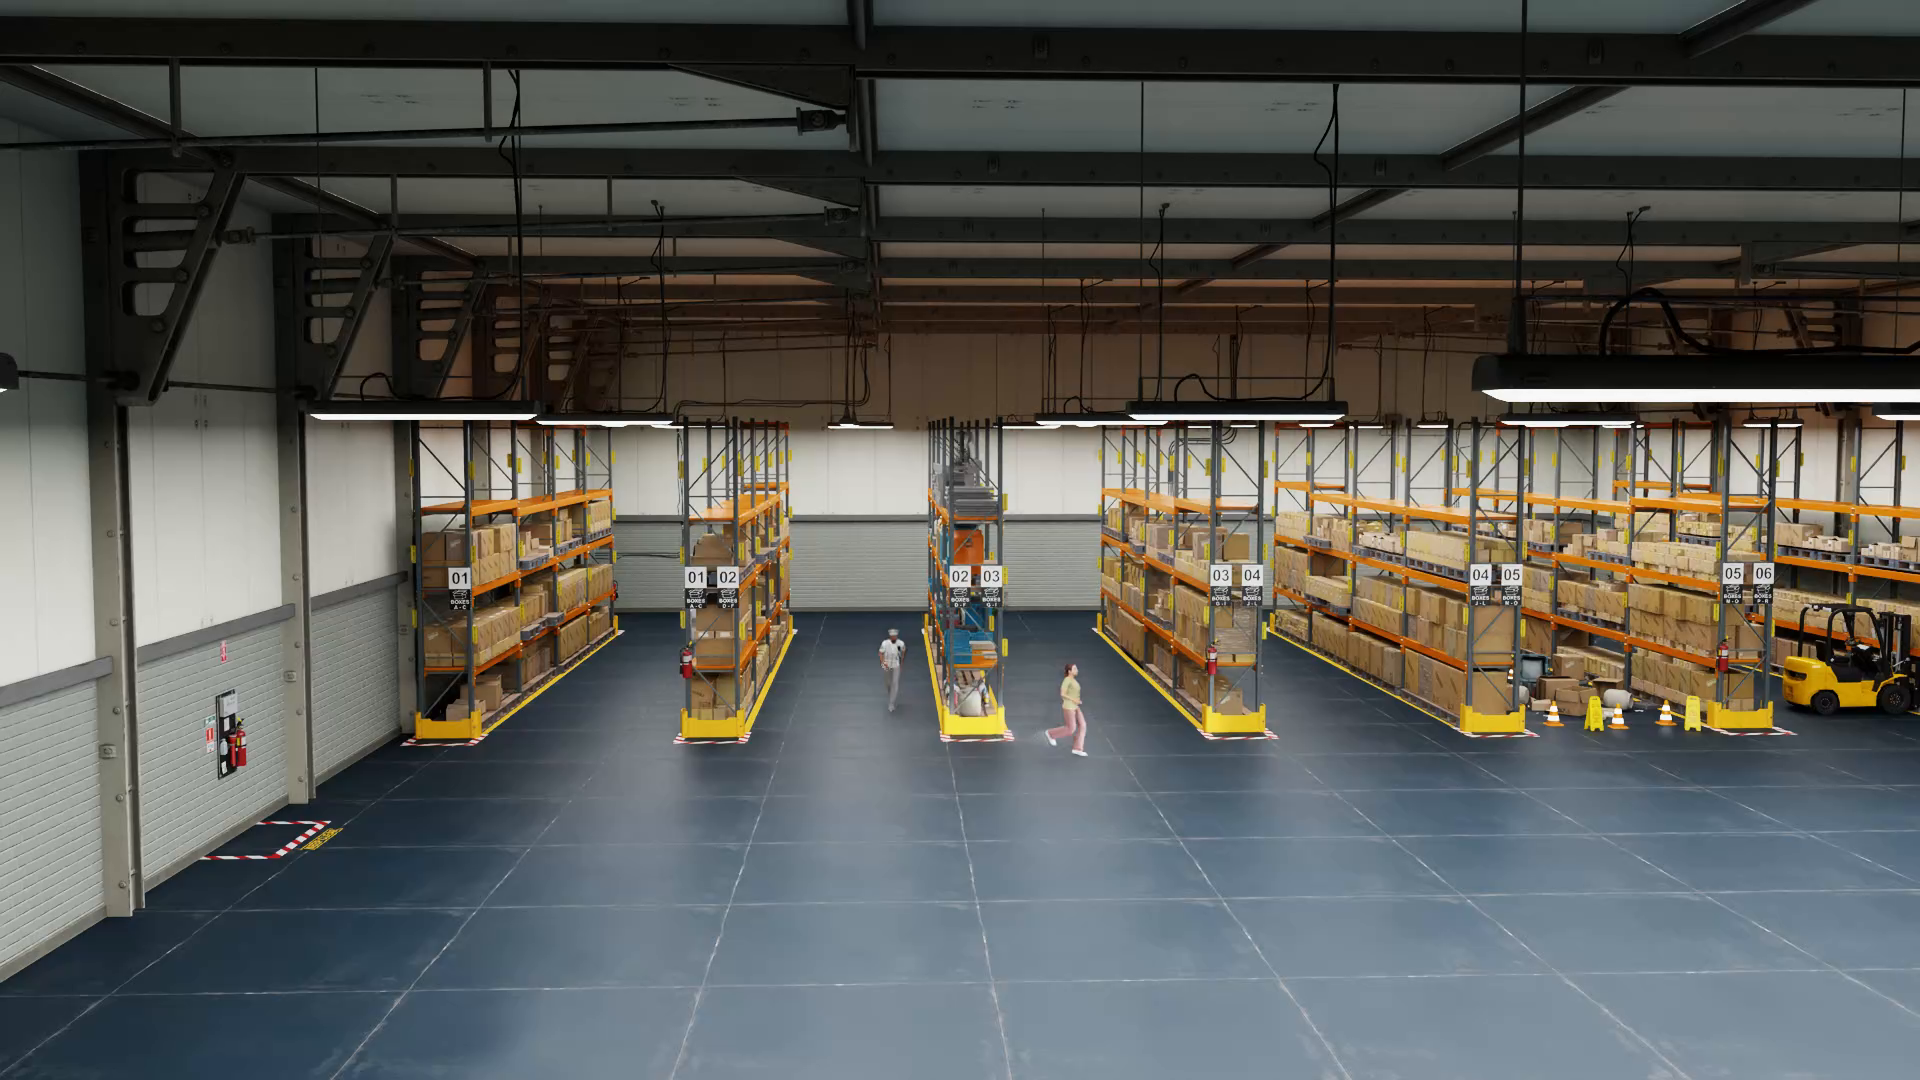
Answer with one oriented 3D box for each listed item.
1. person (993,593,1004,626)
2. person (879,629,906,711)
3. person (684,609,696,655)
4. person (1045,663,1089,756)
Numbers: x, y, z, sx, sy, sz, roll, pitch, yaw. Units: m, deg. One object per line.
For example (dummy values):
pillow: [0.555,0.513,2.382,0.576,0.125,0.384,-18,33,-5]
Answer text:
person: [0.994,1.666,48.696,0.610,1.738,0.673,0,4,7]
person: [-1.401,2.659,34.586,0.575,1.685,1.006,0,4,-1]
person: [-6.597,2.235,41.740,0.641,1.627,1.031,0,4,0]
person: [1.911,2.996,29.498,0.797,1.666,0.589,2,4,23]
